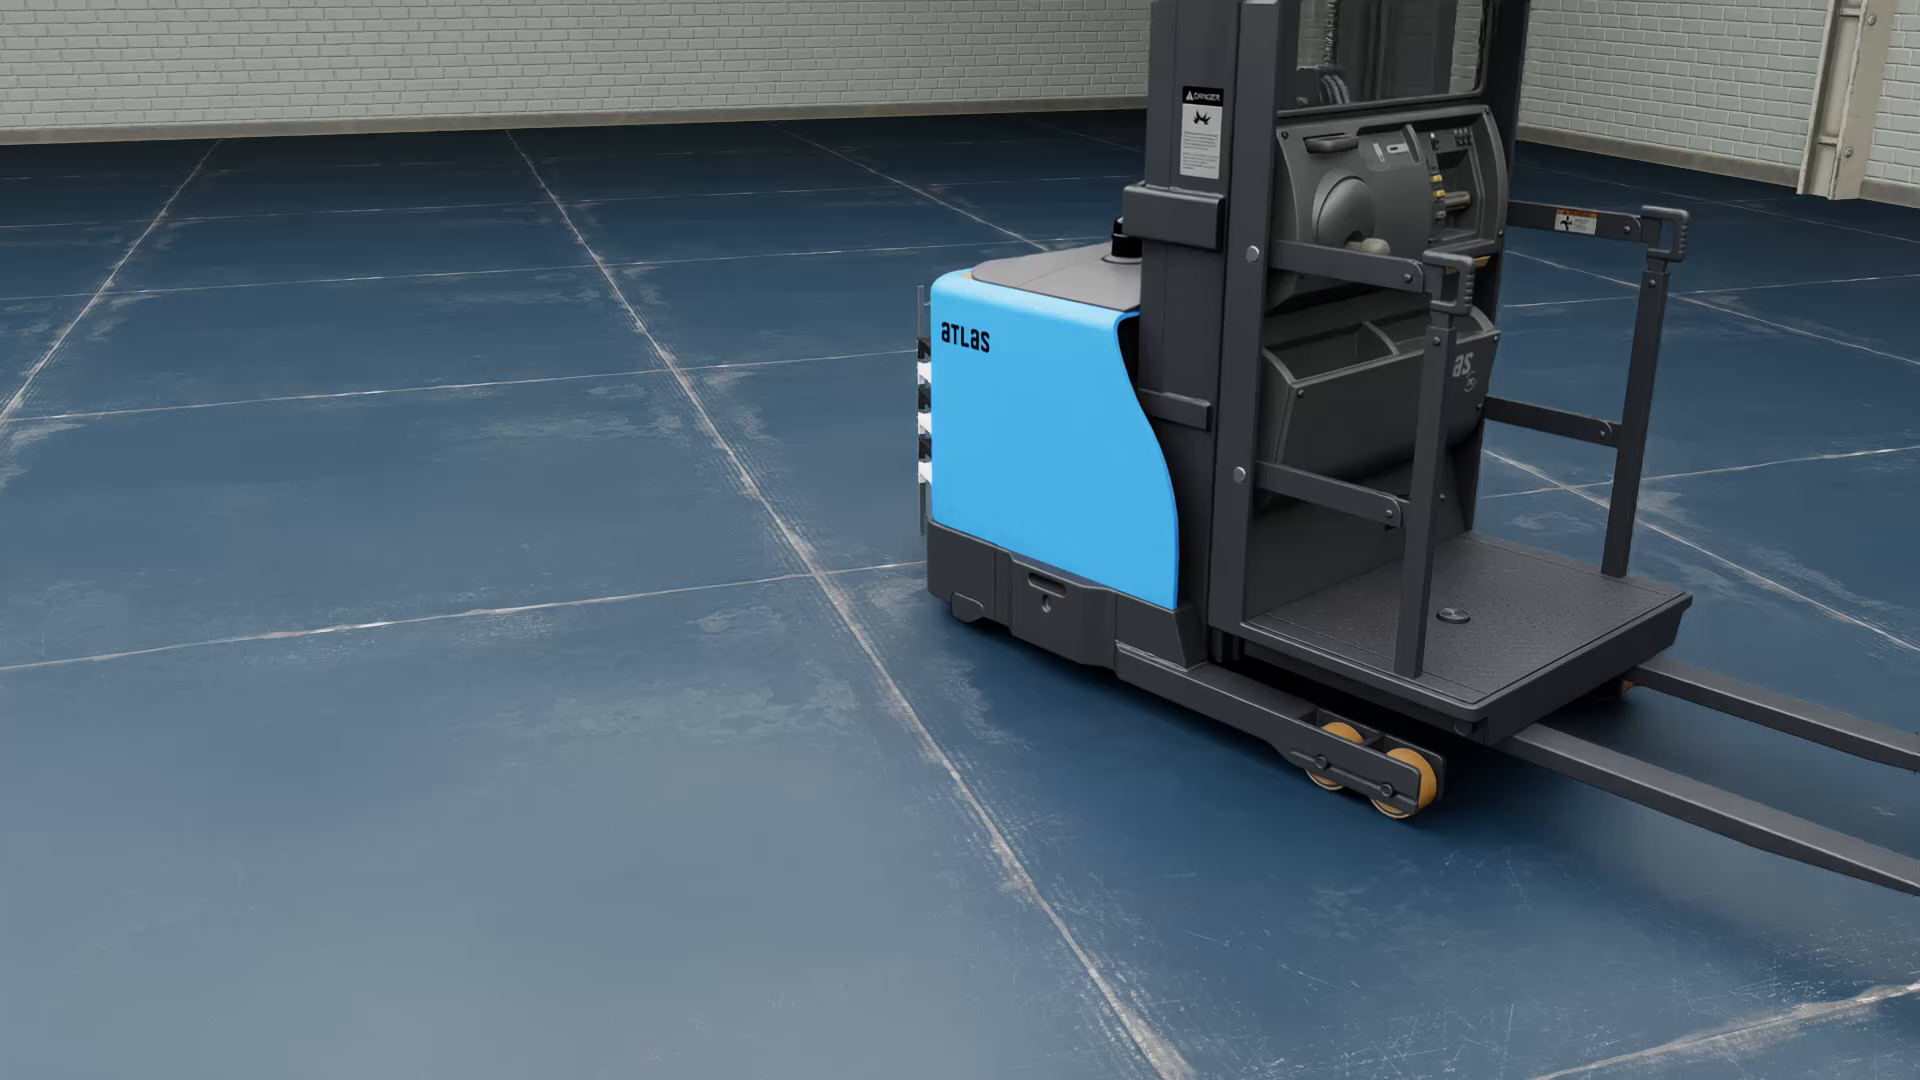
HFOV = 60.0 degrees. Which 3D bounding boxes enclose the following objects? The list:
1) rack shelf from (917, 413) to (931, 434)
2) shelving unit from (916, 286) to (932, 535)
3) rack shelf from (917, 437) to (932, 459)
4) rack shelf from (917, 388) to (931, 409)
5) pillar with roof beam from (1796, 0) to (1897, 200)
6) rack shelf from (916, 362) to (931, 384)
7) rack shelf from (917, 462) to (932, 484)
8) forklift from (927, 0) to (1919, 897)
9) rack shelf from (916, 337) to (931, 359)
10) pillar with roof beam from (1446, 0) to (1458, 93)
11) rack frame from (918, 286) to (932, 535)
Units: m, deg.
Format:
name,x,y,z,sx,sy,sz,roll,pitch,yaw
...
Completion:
name,x,y,z,sx,sy,sz,roll,pitch,yaw
rack shelf,0.003,-0.390,5.768,0.258,0.077,0.200,-6,21,-17
shelving unit,0.003,-0.421,5.757,0.258,0.900,0.210,-6,21,-17
rack shelf,0.003,-0.305,5.799,0.258,0.077,0.200,-6,21,-17
rack shelf,0.003,-0.474,5.738,0.258,0.077,0.200,-6,21,-17
pillar with roof beam,3.208,-6.670,11.174,9.100,9.000,0.400,-6,21,-17
rack shelf,0.003,-0.559,5.708,0.258,0.077,0.200,-6,21,-17
rack shelf,0.003,-0.220,5.829,0.258,0.077,0.200,-6,21,-17
forklift,1.255,-0.898,4.082,1.130,2.935,3.031,-17,26,-39
rack shelf,0.003,-0.644,5.677,0.258,0.077,0.200,-6,21,-17
pillar with roof beam,1.323,-8.595,16.535,9.100,9.000,0.400,-6,21,-17
rack frame,-0.029,-0.454,5.848,0.240,0.900,0.006,-6,21,-17
